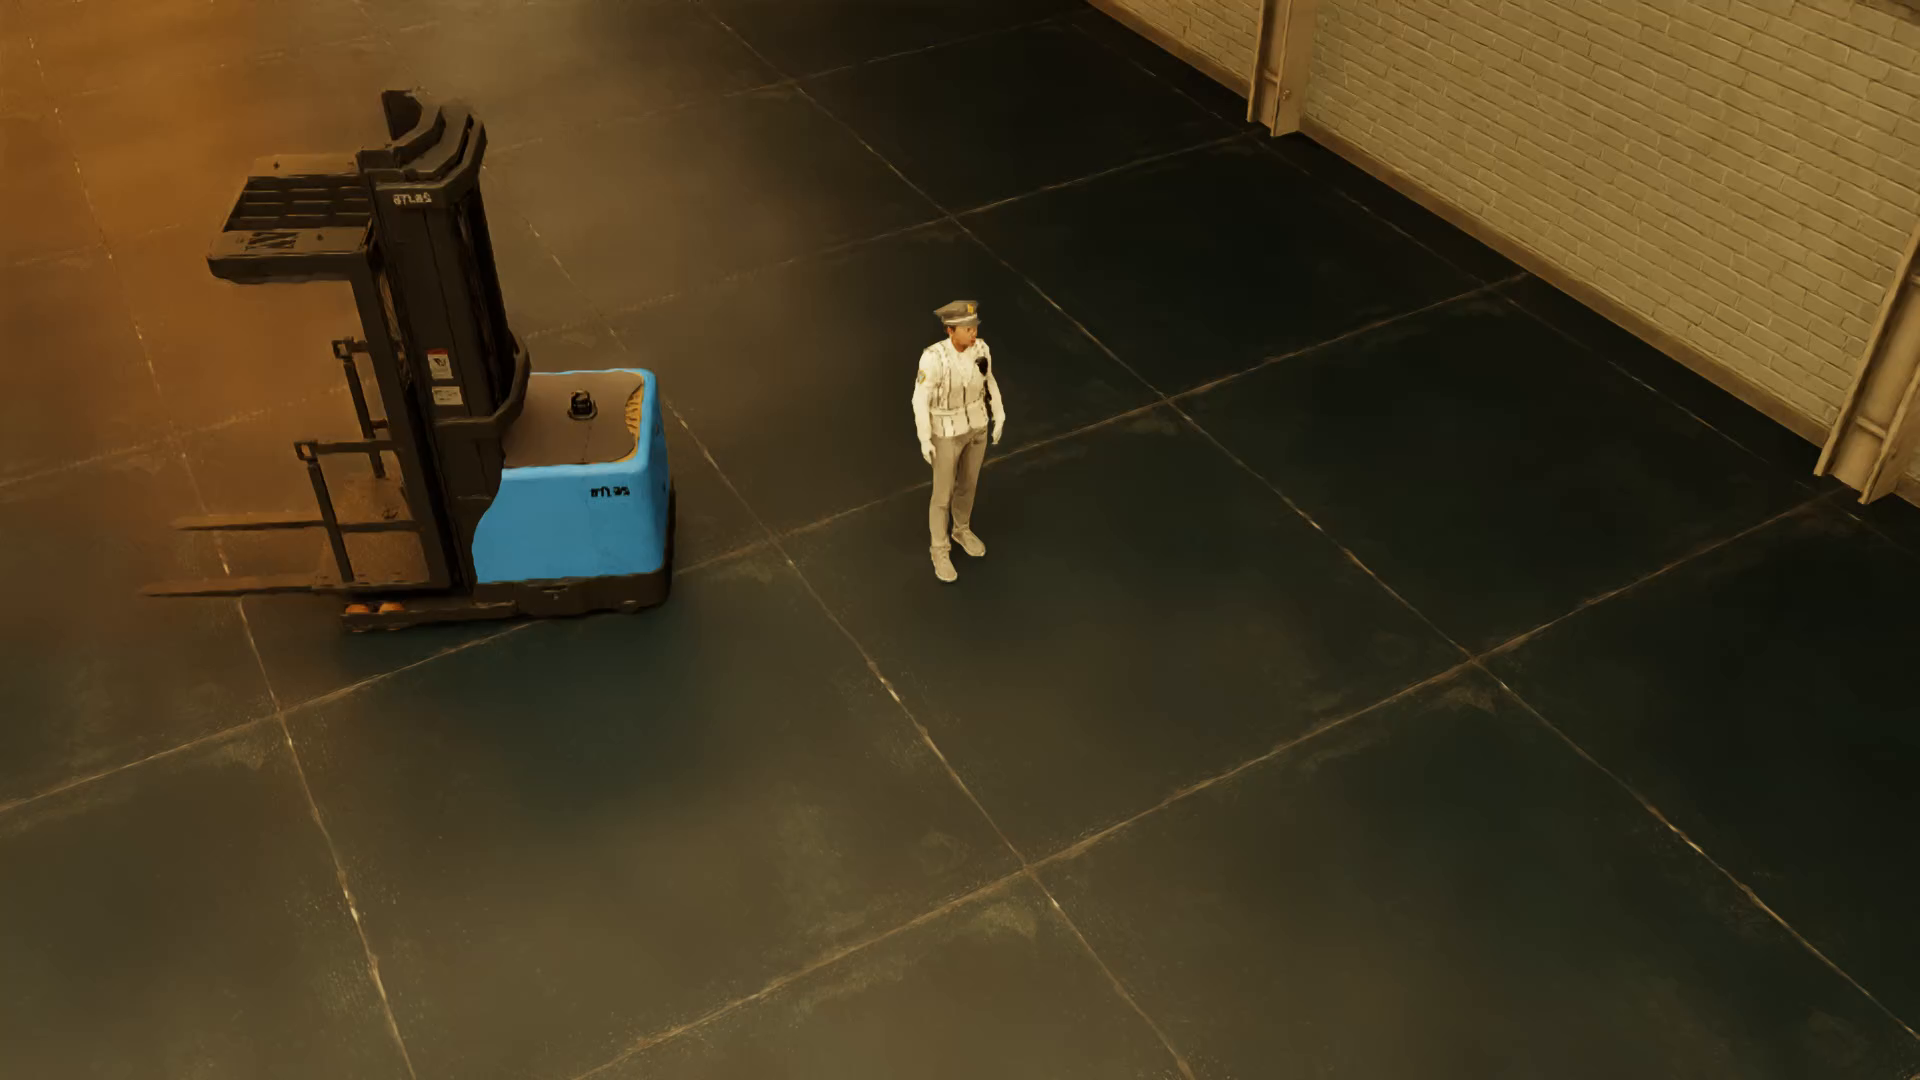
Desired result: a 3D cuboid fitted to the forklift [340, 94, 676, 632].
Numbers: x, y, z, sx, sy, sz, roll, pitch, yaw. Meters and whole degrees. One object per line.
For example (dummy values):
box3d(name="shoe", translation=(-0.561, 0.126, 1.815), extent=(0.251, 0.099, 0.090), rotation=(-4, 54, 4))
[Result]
box3d(name="forklift", translation=(-2.718, -0.952, 9.233), extent=(1.939, 2.867, 1.129), rotation=(-3, 40, -4))

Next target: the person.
box3d(name="person", translation=(0.028, -0.586, 9.742), extent=(0.568, 1.640, 0.500), rotation=(-20, 44, -23))
